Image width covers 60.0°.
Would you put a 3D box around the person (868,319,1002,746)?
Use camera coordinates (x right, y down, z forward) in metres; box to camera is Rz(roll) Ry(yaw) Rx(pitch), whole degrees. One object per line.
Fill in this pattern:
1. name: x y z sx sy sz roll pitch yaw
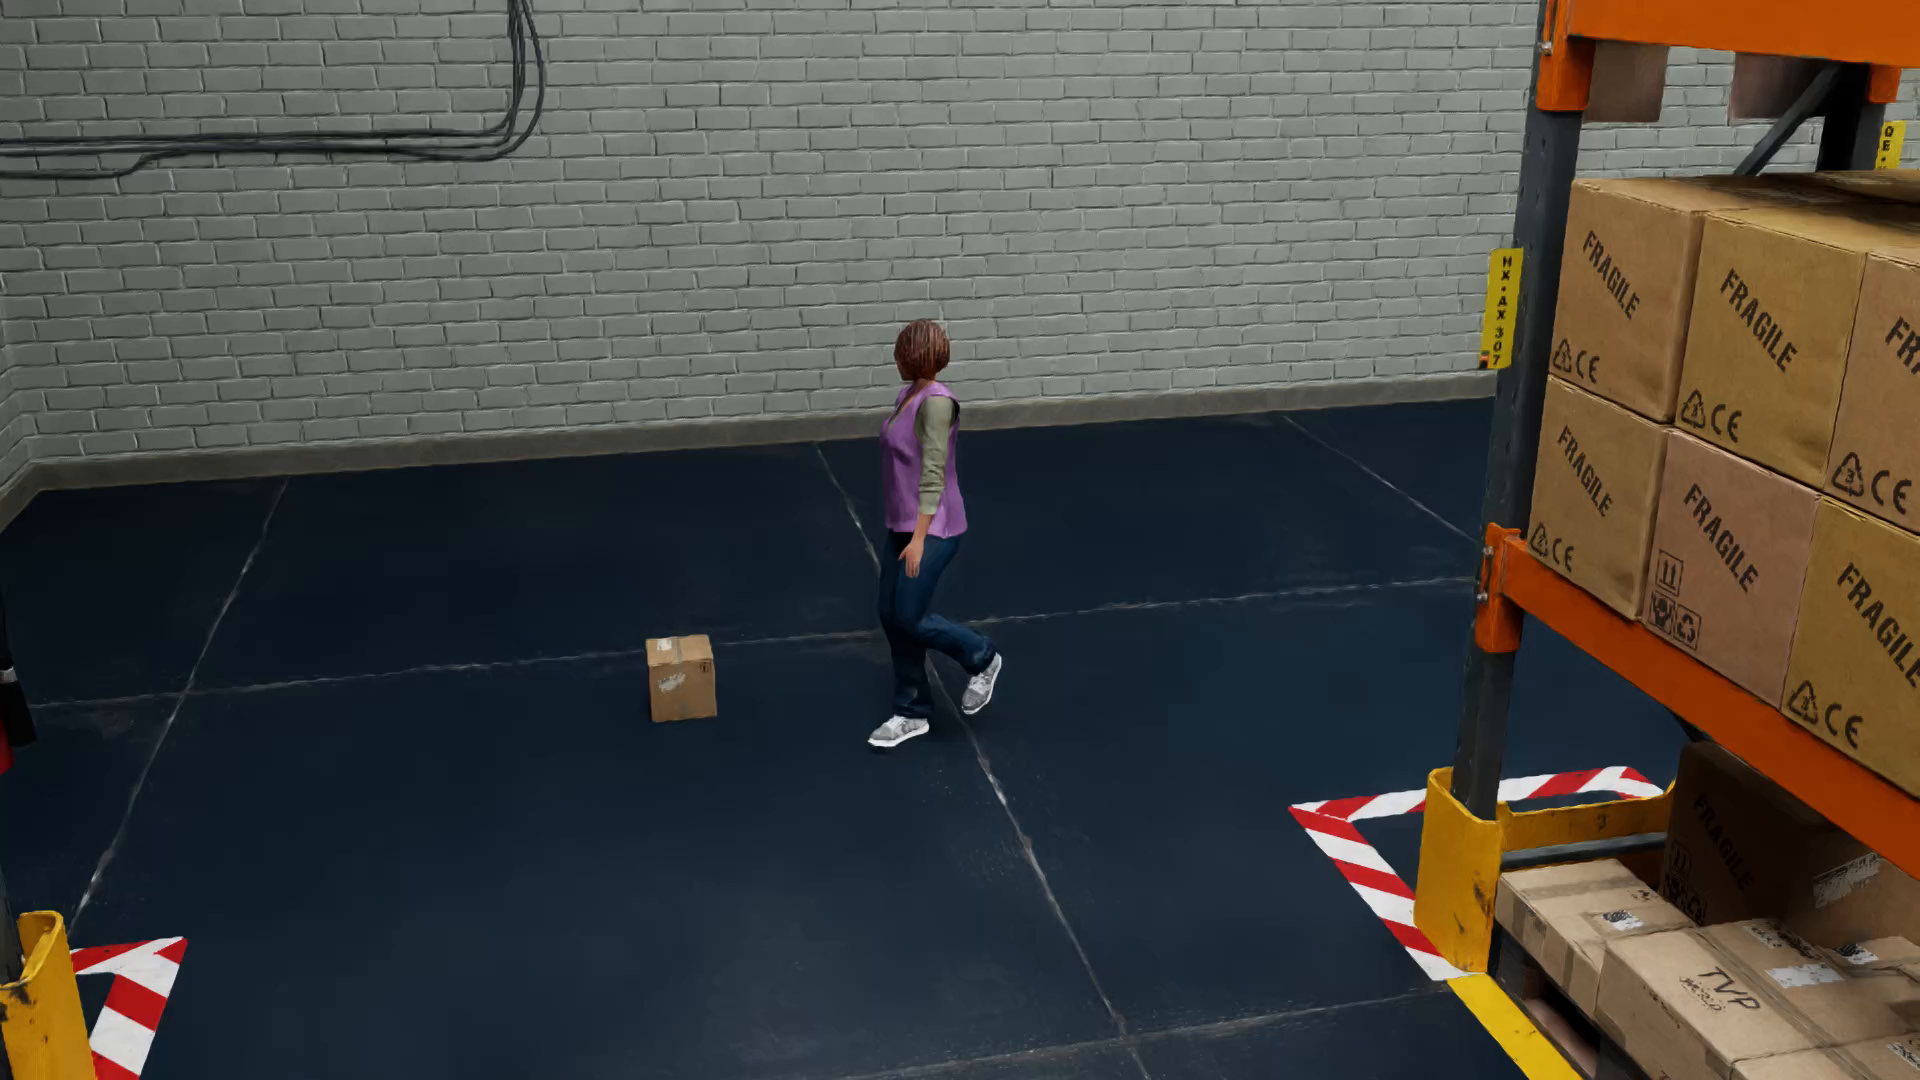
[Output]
1. person: -0.140 -0.033 6.224 0.562 1.558 0.466 -8 21 -20
